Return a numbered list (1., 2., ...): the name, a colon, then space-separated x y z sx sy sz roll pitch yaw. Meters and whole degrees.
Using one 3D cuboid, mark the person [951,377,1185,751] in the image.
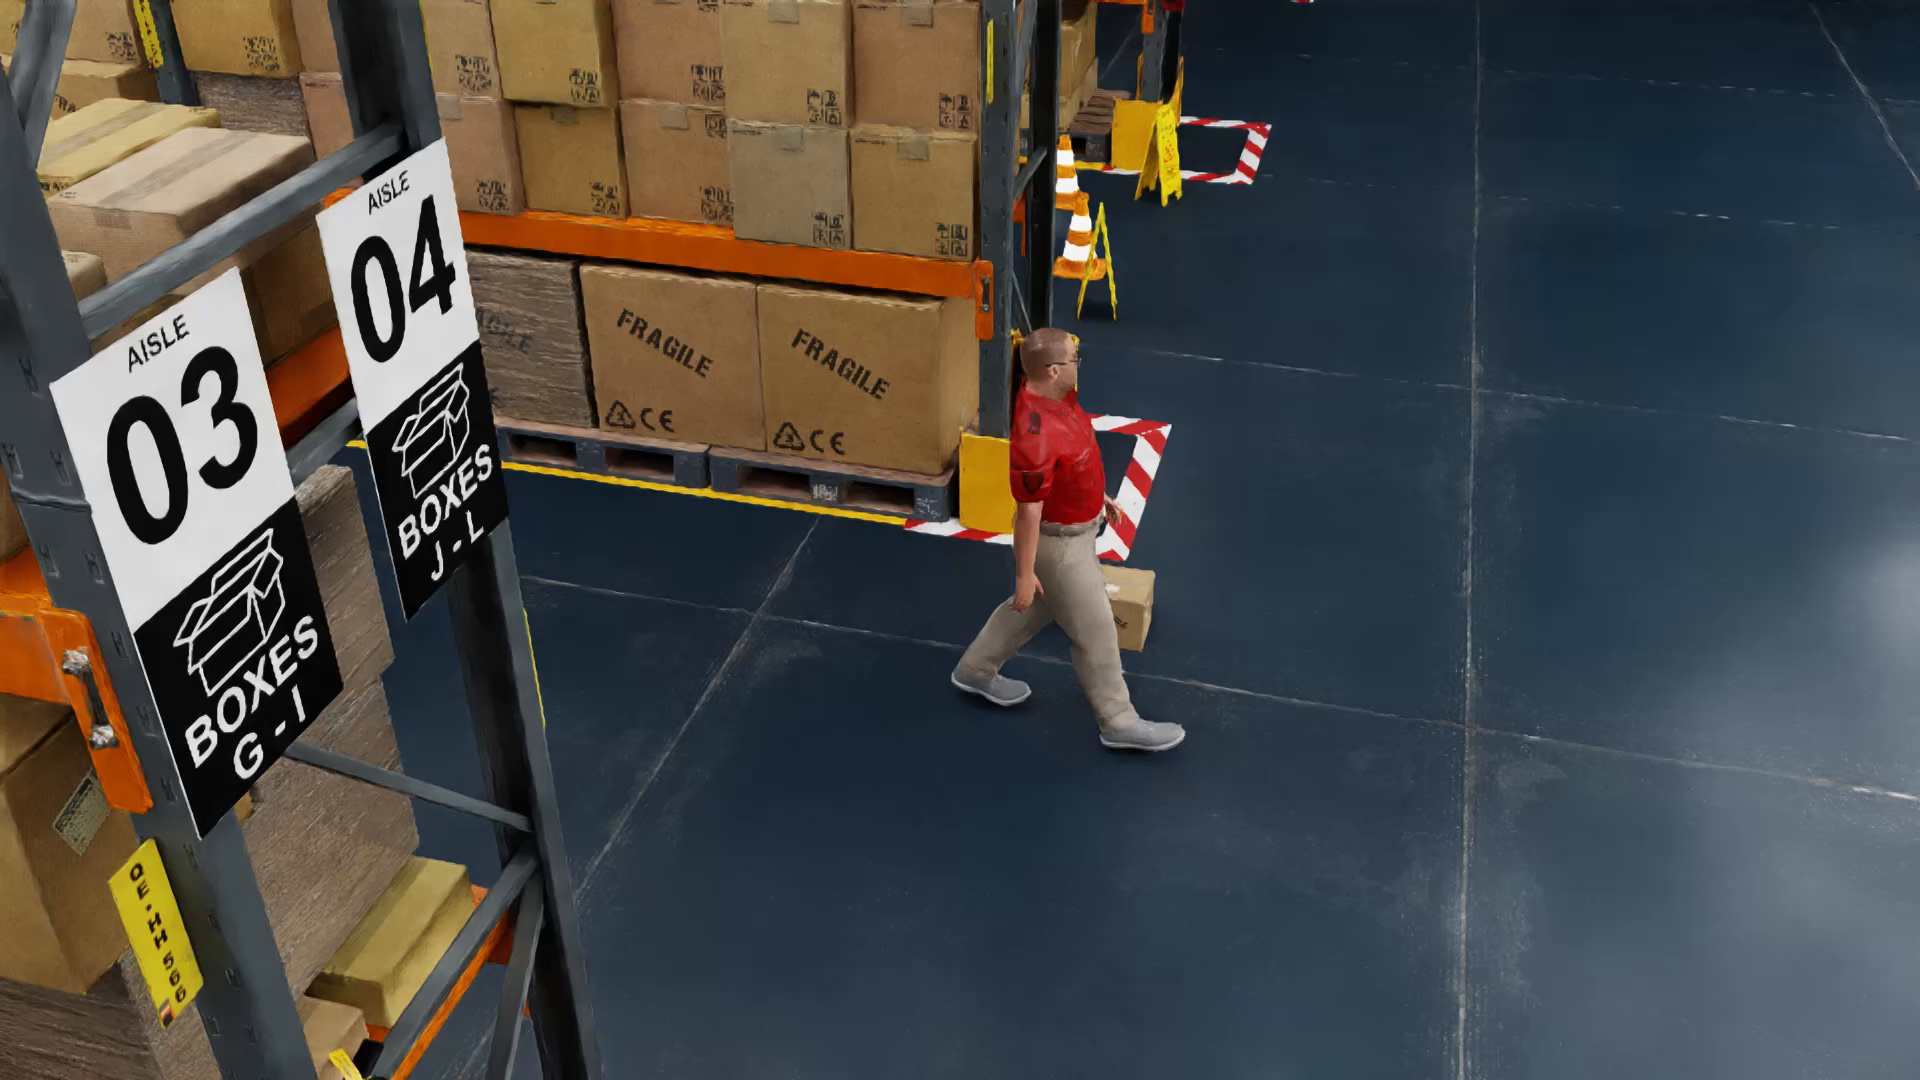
1. person: 0.427 0.062 6.254 0.915 1.483 0.541 2 33 3
